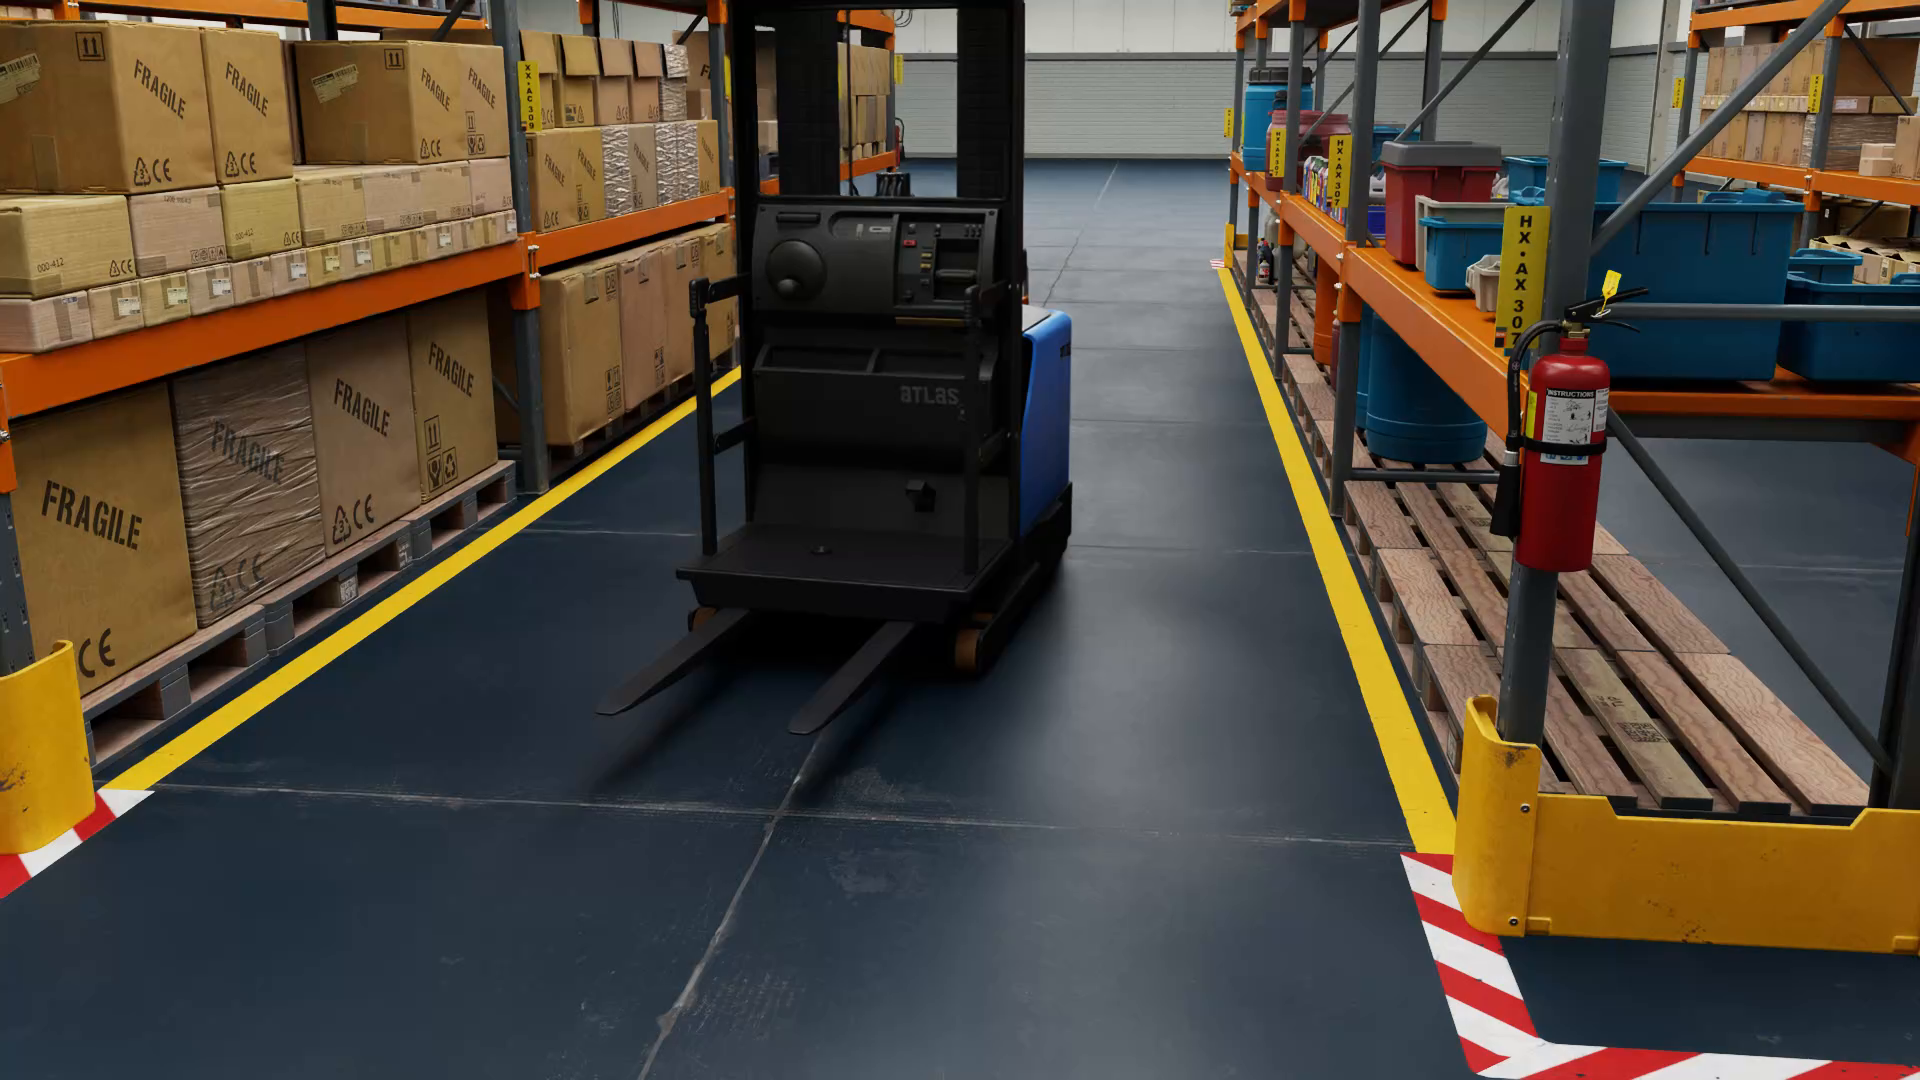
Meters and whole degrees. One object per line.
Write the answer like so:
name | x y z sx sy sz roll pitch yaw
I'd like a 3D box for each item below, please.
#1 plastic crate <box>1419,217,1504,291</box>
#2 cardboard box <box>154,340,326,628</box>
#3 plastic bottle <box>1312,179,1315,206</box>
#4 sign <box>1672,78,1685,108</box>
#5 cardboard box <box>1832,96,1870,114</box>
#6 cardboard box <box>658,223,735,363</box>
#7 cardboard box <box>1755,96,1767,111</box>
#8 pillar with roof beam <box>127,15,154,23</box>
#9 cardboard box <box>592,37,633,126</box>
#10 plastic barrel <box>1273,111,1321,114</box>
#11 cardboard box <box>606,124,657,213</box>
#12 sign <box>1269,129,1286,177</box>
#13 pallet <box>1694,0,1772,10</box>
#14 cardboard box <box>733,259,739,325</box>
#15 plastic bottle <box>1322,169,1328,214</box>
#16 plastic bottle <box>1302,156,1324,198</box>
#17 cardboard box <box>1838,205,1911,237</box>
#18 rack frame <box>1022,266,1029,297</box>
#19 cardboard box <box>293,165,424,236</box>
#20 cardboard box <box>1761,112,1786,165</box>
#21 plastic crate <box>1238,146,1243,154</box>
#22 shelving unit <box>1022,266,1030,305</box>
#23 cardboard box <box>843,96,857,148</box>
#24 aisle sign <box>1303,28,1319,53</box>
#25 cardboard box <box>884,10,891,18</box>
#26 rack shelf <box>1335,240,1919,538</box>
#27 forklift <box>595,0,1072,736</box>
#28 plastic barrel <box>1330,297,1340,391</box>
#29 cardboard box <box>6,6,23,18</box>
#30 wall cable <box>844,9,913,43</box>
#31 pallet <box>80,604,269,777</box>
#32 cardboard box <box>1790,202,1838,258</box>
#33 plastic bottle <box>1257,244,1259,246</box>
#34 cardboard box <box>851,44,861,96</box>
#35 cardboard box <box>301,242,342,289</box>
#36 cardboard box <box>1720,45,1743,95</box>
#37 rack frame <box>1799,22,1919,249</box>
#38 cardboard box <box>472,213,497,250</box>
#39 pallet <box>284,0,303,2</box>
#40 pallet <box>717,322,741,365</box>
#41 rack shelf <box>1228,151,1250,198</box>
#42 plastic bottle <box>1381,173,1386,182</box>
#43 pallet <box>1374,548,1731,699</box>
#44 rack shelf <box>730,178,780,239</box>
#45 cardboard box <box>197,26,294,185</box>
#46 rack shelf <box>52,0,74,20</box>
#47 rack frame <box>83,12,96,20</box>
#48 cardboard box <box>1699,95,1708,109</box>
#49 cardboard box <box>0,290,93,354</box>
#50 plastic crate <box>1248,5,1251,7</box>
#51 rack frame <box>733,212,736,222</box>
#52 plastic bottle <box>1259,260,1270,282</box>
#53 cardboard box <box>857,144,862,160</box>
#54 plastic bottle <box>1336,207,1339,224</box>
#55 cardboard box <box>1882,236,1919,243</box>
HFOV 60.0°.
plastic crate | 1.823 -1.003 5.829 0.416 0.233 0.300 2 15 6
cardboard box | -2.980 -0.242 6.075 0.875 0.875 0.875 2 15 6
plastic bottle | 2.271 -2.207 10.457 0.097 0.201 0.097 0 15 0
sign | 8.022 -4.991 18.564 0.100 0.325 0.005 2 15 6
cardboard box | 7.939 -3.918 14.970 0.380 0.149 0.250 2 15 6
cardboard box | -2.271 -1.734 11.593 1.225 0.875 0.875 1 15 4
cardboard box | 8.111 -4.316 16.443 0.380 0.149 0.250 2 15 8
pillar with roof beam | -11.391 -10.974 31.008 9.100 9.000 0.400 2 15 6
cardboard box | -2.417 -2.735 9.918 0.797 0.503 0.637 2 15 8
plastic barrel | 2.791 -3.260 13.712 0.433 0.535 0.433 0 15 0
cardboard box | -2.158 -2.252 10.053 0.500 0.500 0.500 2 15 7
sign | 2.201 -2.682 11.522 0.100 0.325 0.005 2 15 6
pallet | 8.467 -5.740 17.565 1.003 0.211 1.213 2 15 6
cardboard box | -2.117 -1.915 12.944 0.700 0.500 0.500 1 15 3
plastic bottle | 2.222 -2.067 9.797 0.152 0.276 0.135 2 15 6
plastic bottle | 2.379 -2.426 11.127 0.152 0.276 0.135 2 15 6
cardboard box | 8.485 -2.828 15.401 0.500 0.500 0.500 2 15 6
rack frame | 0.206 -0.720 8.028 0.240 1.200 0.015 4 16 14
cardboard box | -2.526 -1.380 6.736 0.500 0.250 0.500 2 15 7
cardboard box | 8.279 -3.910 16.185 0.700 0.500 0.500 2 15 7
plastic crate | 3.231 -4.314 18.375 0.298 0.136 0.250 2 15 6
shelving unit | 0.144 -0.659 7.800 0.258 1.200 0.503 4 16 14
cardboard box | -1.518 -4.208 16.715 0.875 0.500 0.500 2 15 6
aisle sign | 3.955 -5.929 18.861 0.394 0.787 0.004 2 15 6
cardboard box | -1.072 -6.053 18.841 0.500 0.250 0.500 2 15 8
rack shelf | 2.072 -0.686 5.829 1.077 0.370 4.000 2 15 6
forklift | -0.371 -1.049 5.928 1.130 2.935 3.031 4 16 14
plastic barrel | 2.583 -1.207 10.196 0.600 0.588 0.708 2 15 6
cardboard box | -11.014 -6.065 19.078 0.380 0.149 0.250 2 15 6
wall cable | -2.561 -17.853 49.931 2.305 6.003 0.169 2 15 6
pallet | -3.063 0.476 5.496 1.003 0.211 1.213 2 15 6
cardboard box | 8.025 -2.973 15.937 0.500 0.500 0.500 2 15 6
plastic bottle | 3.067 -2.875 16.924 0.152 0.276 0.135 2 15 7
cardboard box | -1.306 -4.816 17.047 0.500 0.500 0.500 2 15 6
cardboard box | -2.535 -1.020 6.170 0.380 0.149 0.250 1 15 5
cardboard box | 8.447 -4.921 17.436 0.700 0.500 0.500 1 15 5
rack frame | 8.121 -3.480 14.784 1.000 3.000 0.127 2 15 6
cardboard box | -2.362 -1.421 7.651 0.380 0.149 0.250 2 15 7
pallet | -6.693 -5.061 15.253 0.805 0.209 1.217 1 15 4
pallet | -2.083 -1.592 13.143 1.003 0.211 1.213 2 15 6
rack shelf | 3.426 -3.798 17.339 1.077 0.370 4.000 2 15 6
plastic bottle | 2.219 -1.772 8.562 0.144 0.351 0.185 2 15 6
pallet | 2.118 0.304 6.135 1.003 0.211 1.213 2 15 6
rack shelf | -1.947 -2.906 14.042 1.077 0.370 4.000 2 15 6
cardboard box | -2.644 -1.474 5.648 0.500 0.500 0.500 1 15 5
rack shelf | -7.315 -3.489 10.451 1.077 0.370 4.000 2 15 6
rack frame | -11.117 -5.102 20.783 1.000 3.000 0.127 2 15 6
cardboard box | 8.315 -4.783 18.170 0.380 0.149 0.250 2 15 6
cardboard box | -2.707 -0.621 4.694 0.380 0.149 0.250 2 15 7
plastic crate | 2.980 -5.375 16.554 0.243 0.136 0.396 2 15 6
rack frame | -1.721 -3.772 15.867 1.000 3.000 0.127 2 15 6
plastic bottle | 2.931 -2.591 16.017 0.097 0.201 0.097 0 15 0
cardboard box | -1.242 -4.087 17.513 0.380 0.149 0.250 2 15 6
plastic bottle | 2.134 -1.864 9.046 0.152 0.276 0.135 2 15 6
cardboard box | 8.361 -2.512 14.595 0.500 0.311 0.500 2 15 6
